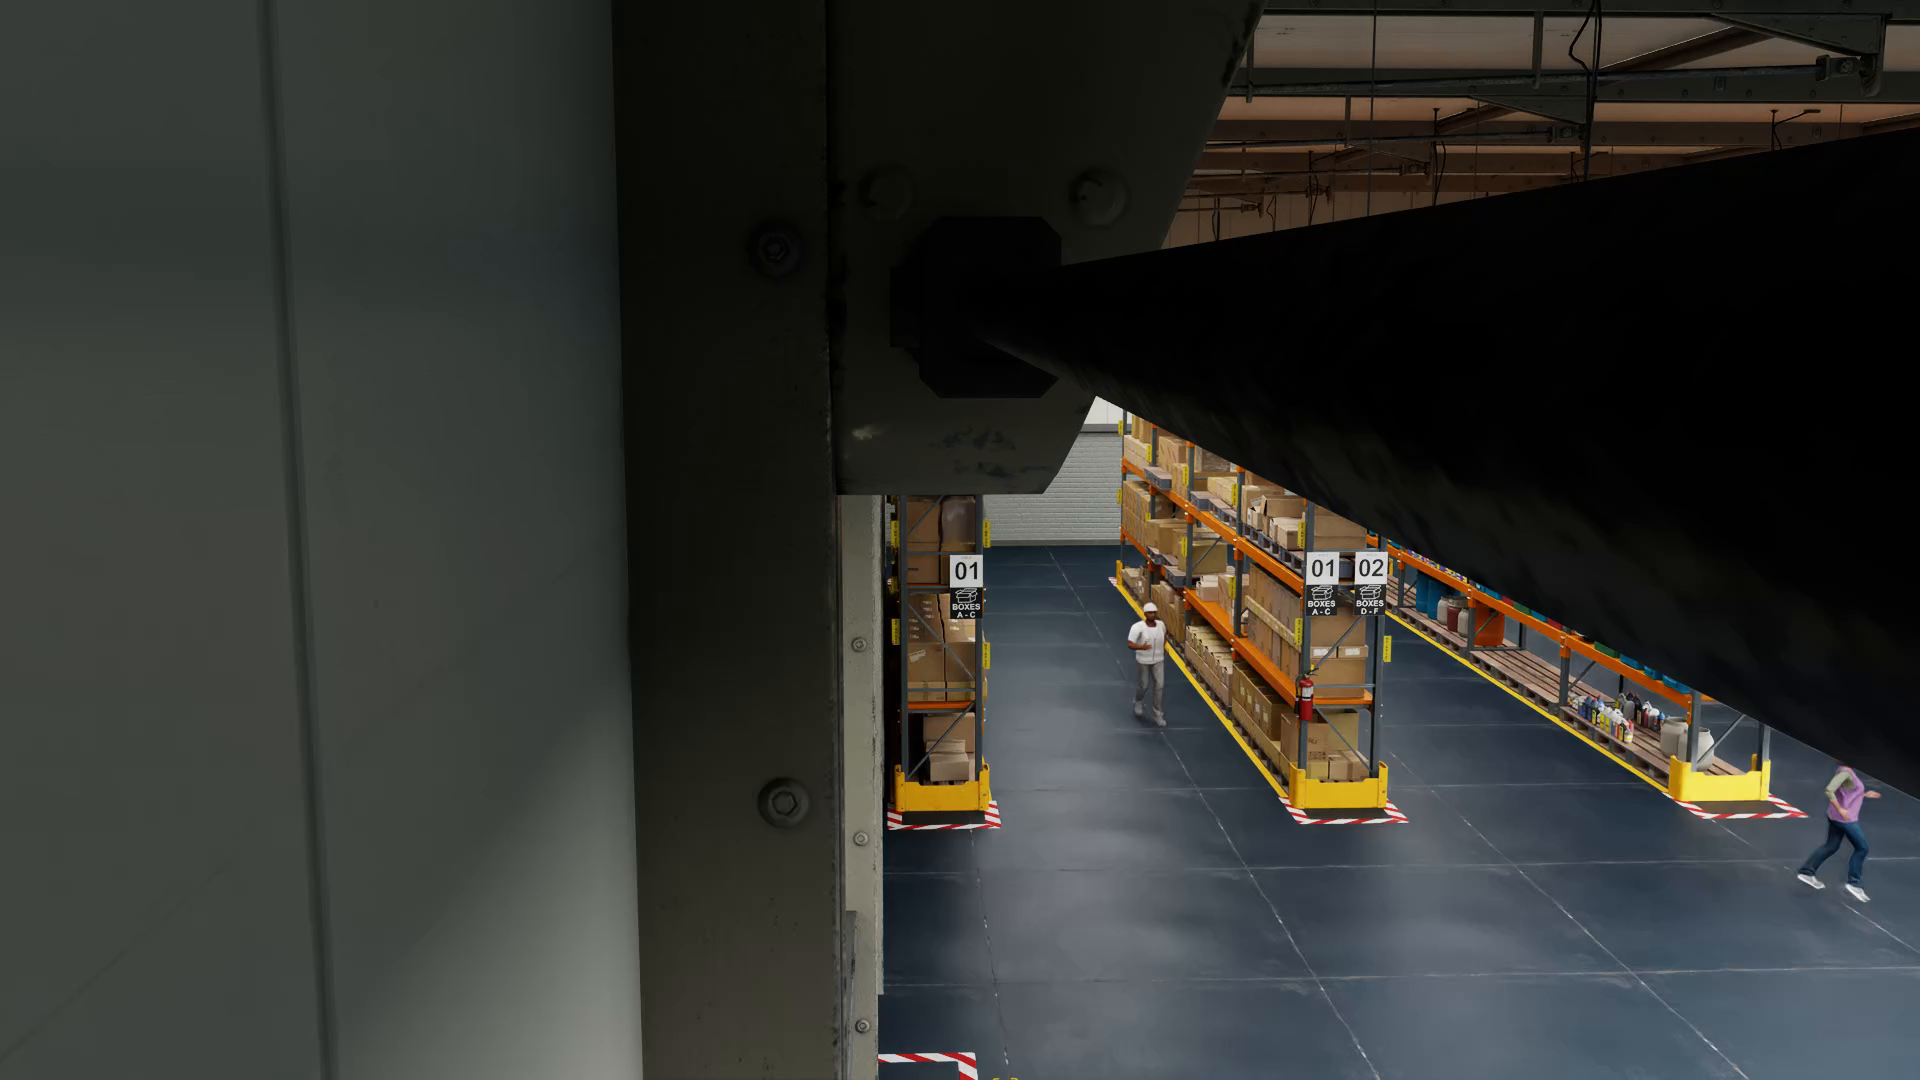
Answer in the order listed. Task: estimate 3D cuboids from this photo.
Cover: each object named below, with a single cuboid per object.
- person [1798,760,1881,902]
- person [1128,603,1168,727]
[{"bbox_3d":[9.283,2.975,17.526,0.735,1.646,0.522,3,9,17],"label":"person"},{"bbox_3d":[2.816,1.803,24.636,0.701,1.765,0.917,-2,9,-15],"label":"person"}]
